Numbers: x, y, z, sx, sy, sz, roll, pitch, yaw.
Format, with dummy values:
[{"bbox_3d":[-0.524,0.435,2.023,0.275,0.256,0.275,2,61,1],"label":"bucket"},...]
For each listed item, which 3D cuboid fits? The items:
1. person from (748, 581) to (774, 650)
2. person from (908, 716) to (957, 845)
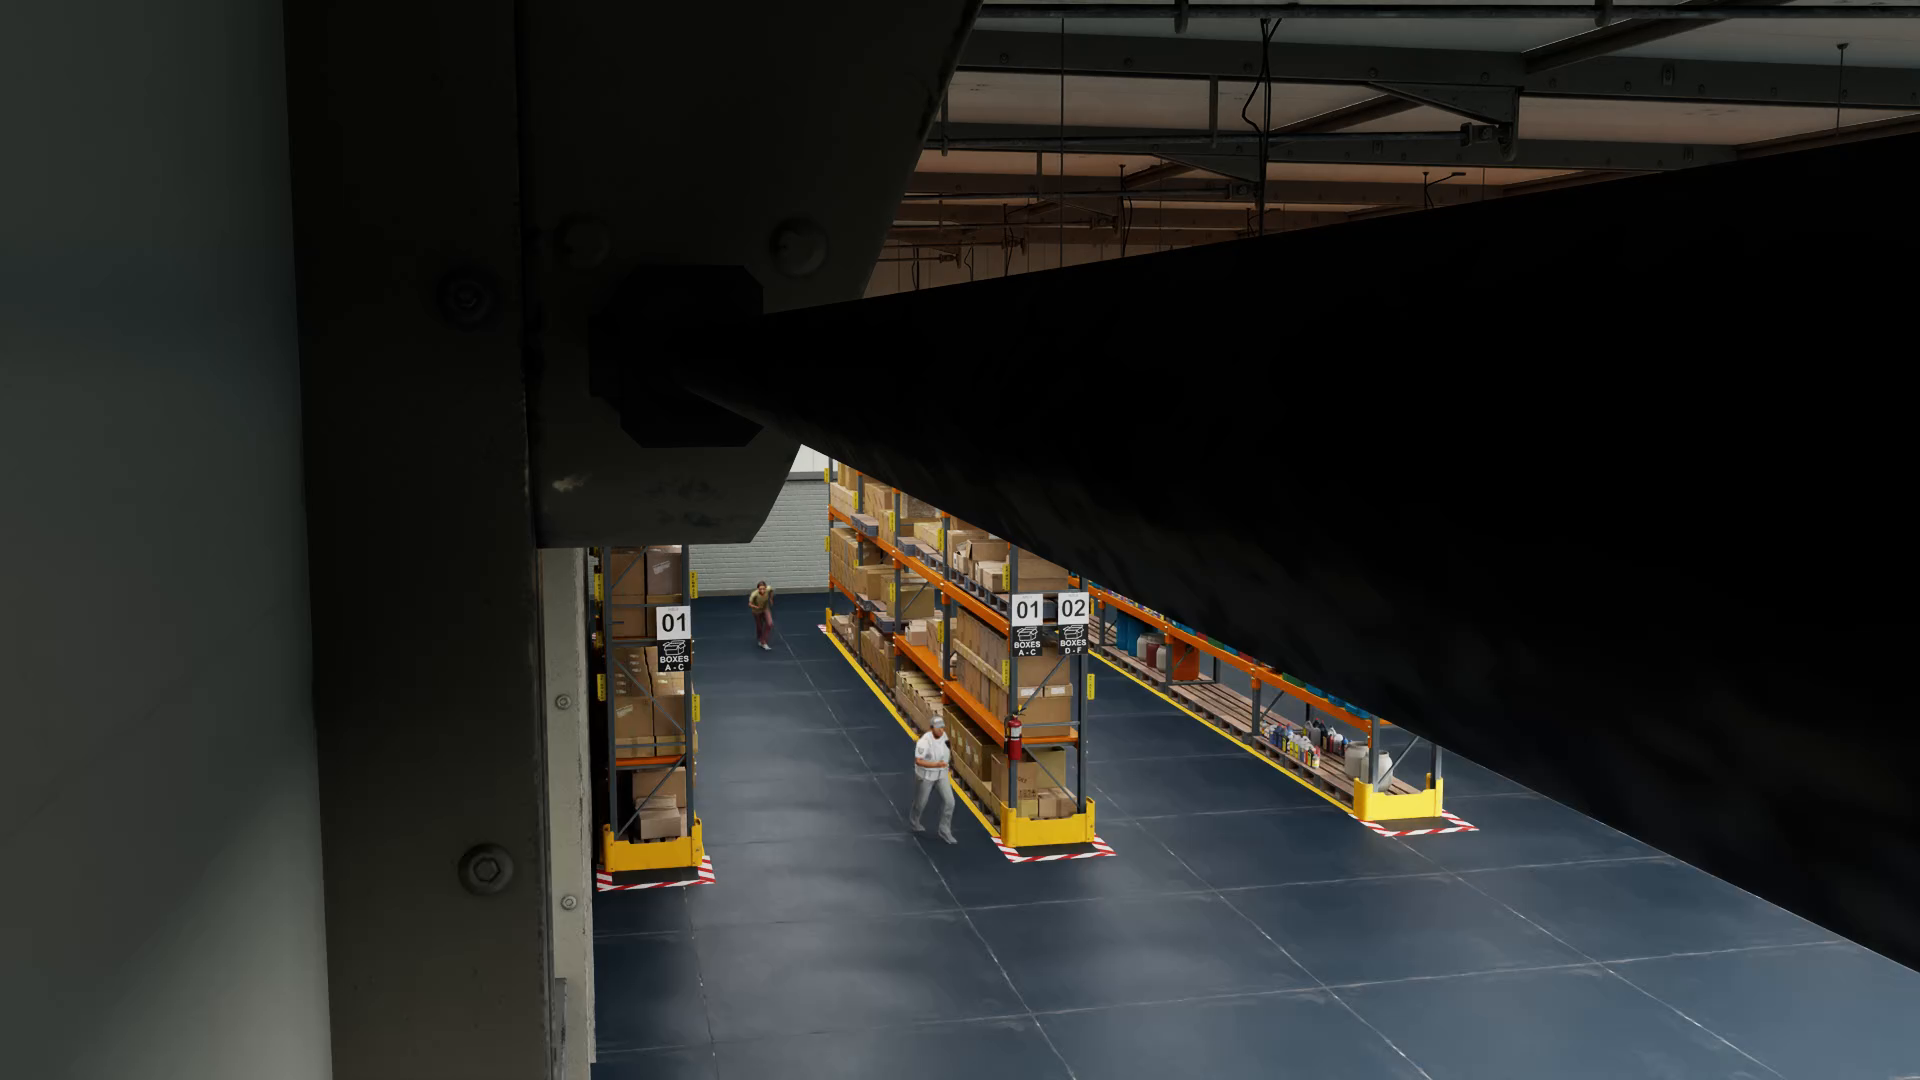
[{"bbox_3d":[-4.171,1.517,34.657,0.584,1.460,1.075,-2,7,-19],"label":"person"},{"bbox_3d":[-0.373,3.030,21.161,0.606,1.658,0.911,-4,8,-32],"label":"person"}]
